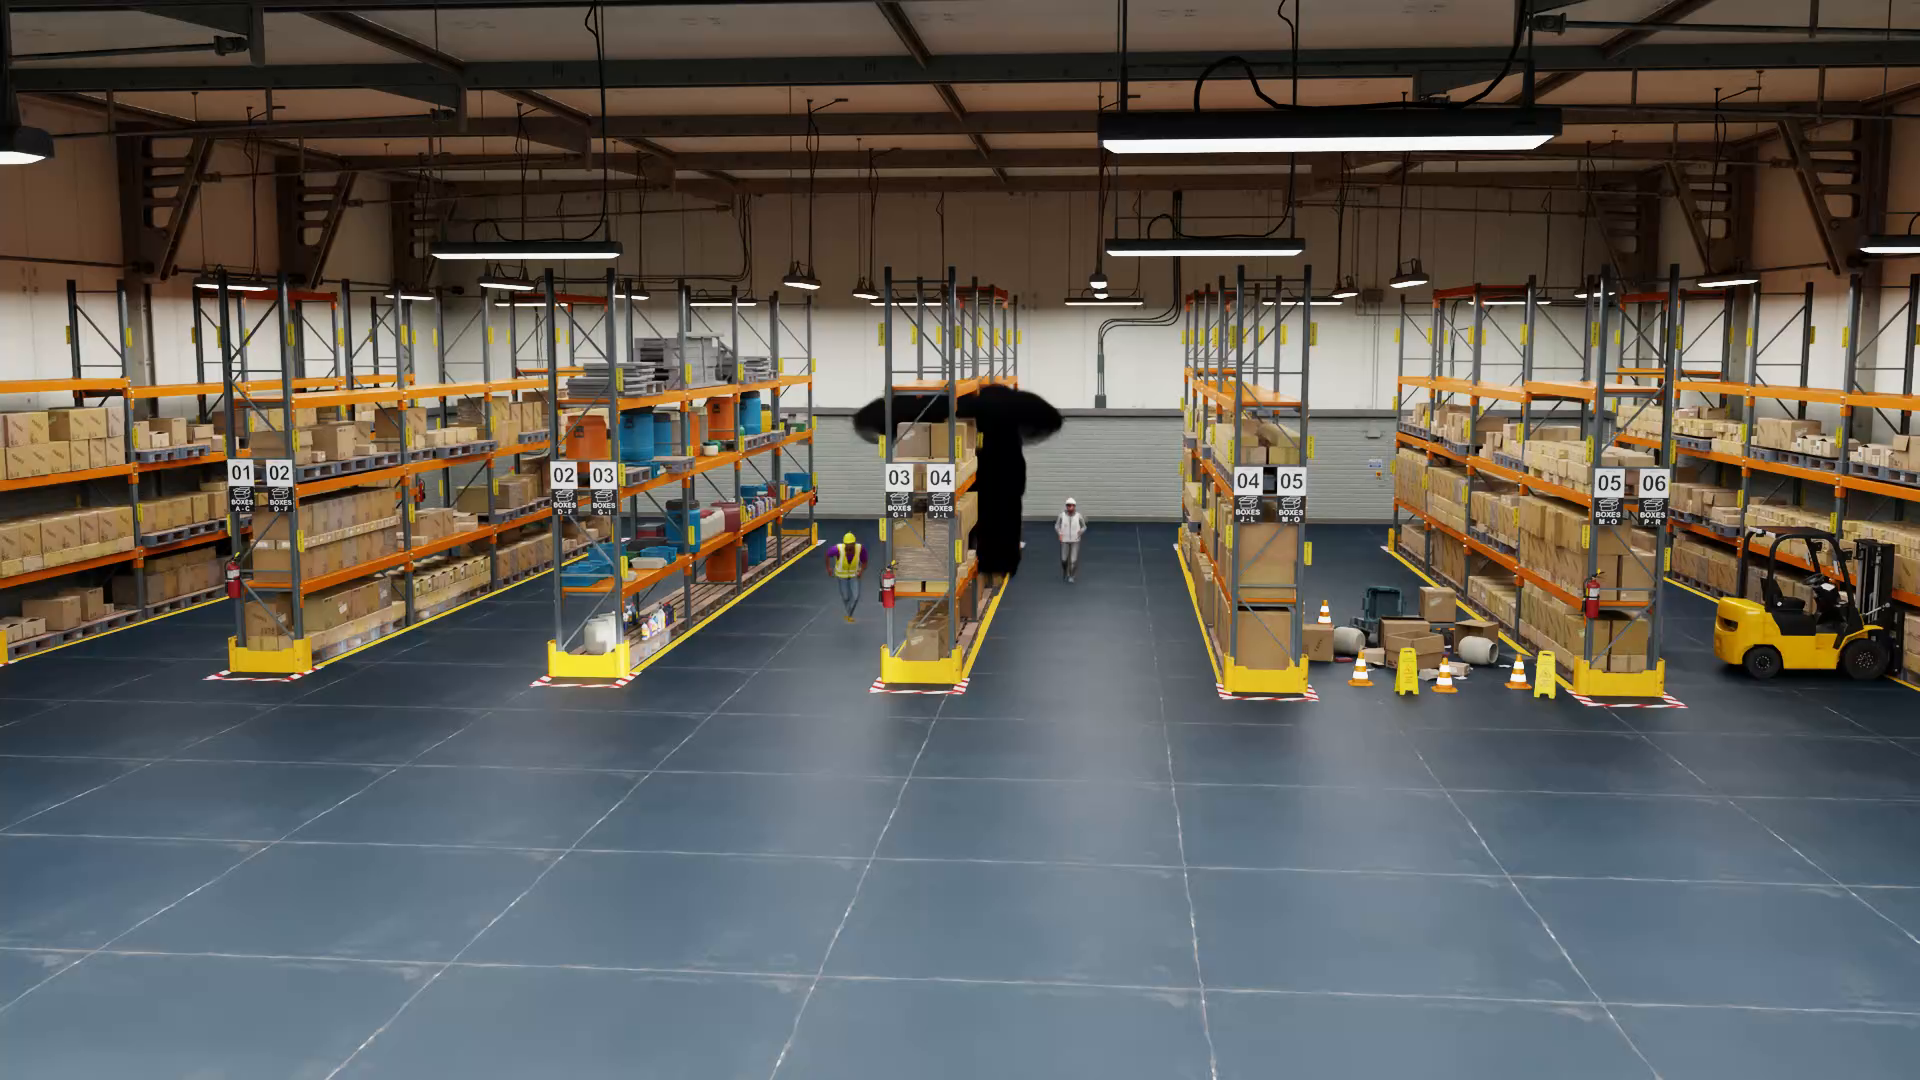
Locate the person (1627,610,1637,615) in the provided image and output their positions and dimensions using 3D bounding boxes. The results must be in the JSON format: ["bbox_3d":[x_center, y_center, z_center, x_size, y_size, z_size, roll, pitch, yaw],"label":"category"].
[{"bbox_3d":[11.415,0.712,28.597,0.664,1.674,0.749,0,7,-2],"label":"person"}]

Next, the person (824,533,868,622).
[{"bbox_3d":[-1.927,0.629,28.164,0.731,1.573,0.911,-1,7,-7],"label":"person"}]

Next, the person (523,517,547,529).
[{"bbox_3d":[-10.727,-1.015,42.181,0.805,1.846,0.642,0,7,1],"label":"person"}]

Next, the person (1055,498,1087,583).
[{"bbox_3d":[2.264,0.011,34.063,0.656,1.725,0.602,0,7,4],"label":"person"}]
